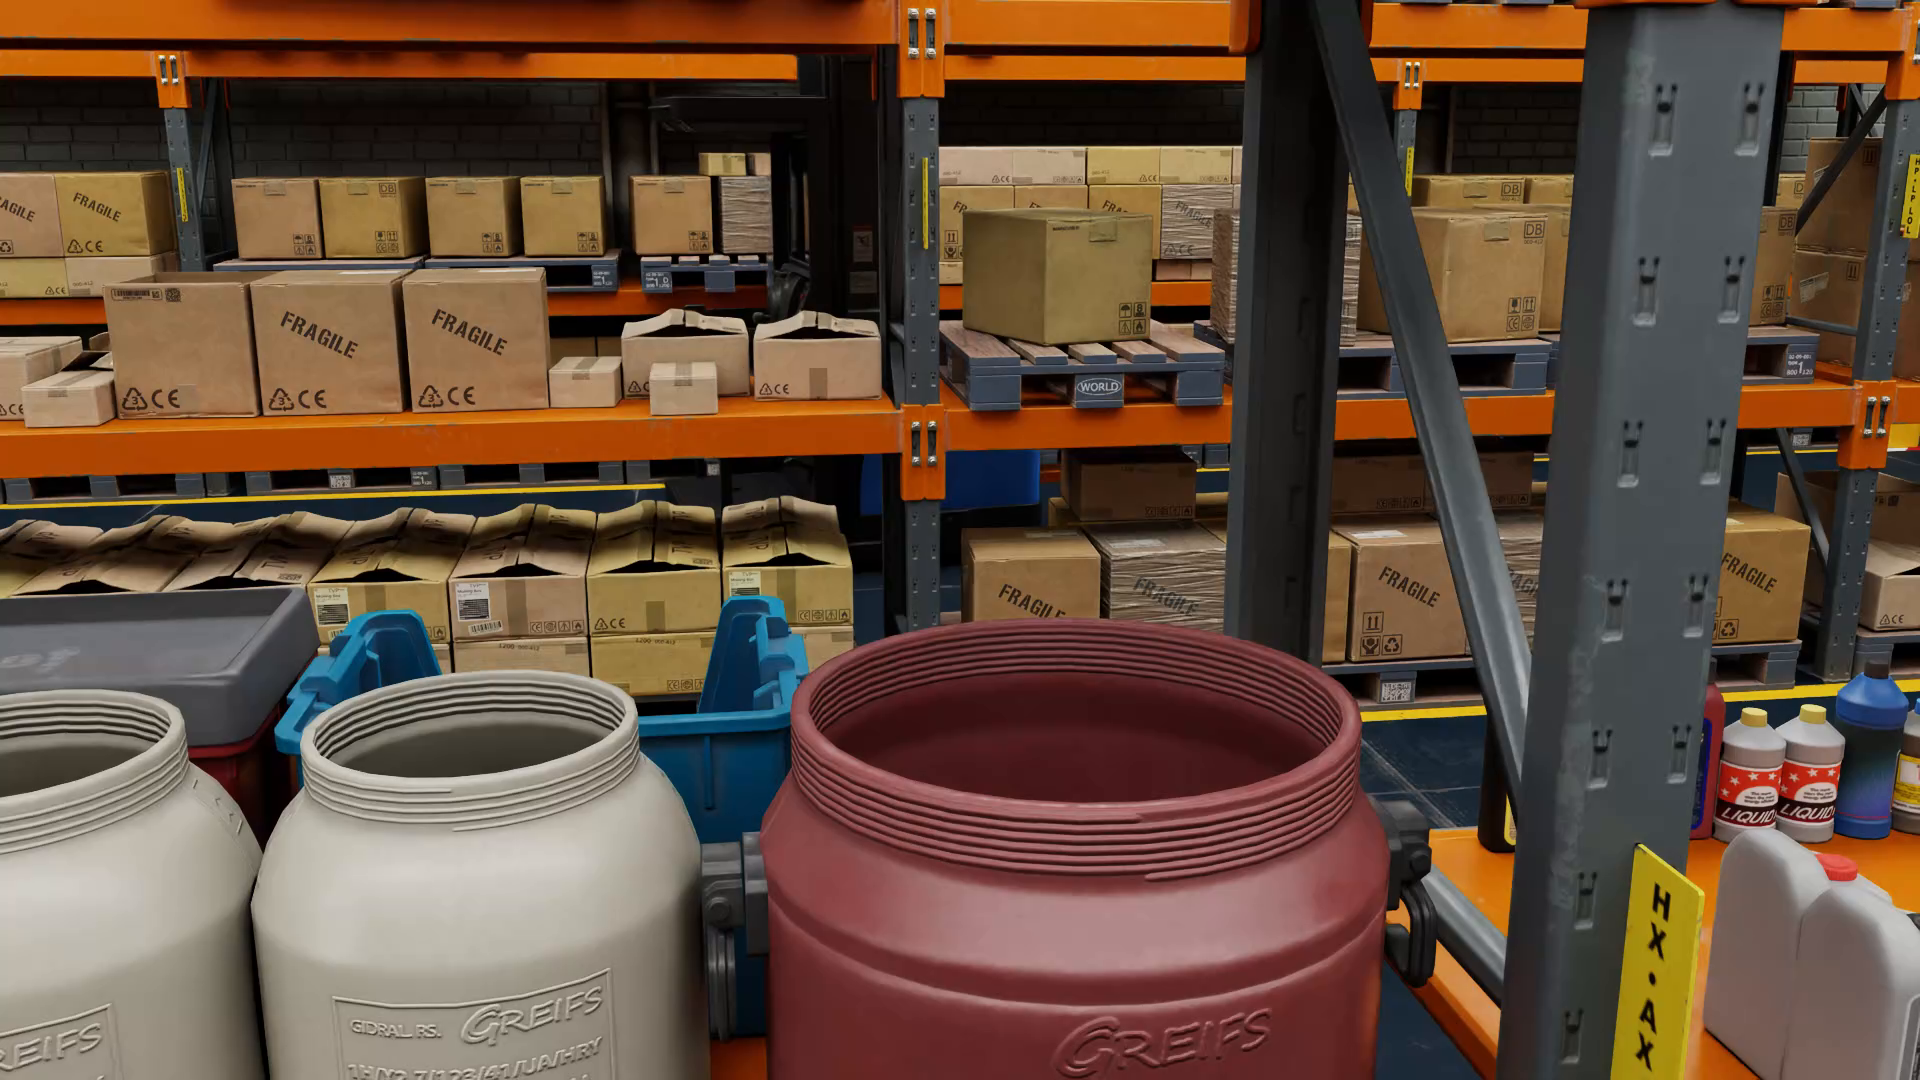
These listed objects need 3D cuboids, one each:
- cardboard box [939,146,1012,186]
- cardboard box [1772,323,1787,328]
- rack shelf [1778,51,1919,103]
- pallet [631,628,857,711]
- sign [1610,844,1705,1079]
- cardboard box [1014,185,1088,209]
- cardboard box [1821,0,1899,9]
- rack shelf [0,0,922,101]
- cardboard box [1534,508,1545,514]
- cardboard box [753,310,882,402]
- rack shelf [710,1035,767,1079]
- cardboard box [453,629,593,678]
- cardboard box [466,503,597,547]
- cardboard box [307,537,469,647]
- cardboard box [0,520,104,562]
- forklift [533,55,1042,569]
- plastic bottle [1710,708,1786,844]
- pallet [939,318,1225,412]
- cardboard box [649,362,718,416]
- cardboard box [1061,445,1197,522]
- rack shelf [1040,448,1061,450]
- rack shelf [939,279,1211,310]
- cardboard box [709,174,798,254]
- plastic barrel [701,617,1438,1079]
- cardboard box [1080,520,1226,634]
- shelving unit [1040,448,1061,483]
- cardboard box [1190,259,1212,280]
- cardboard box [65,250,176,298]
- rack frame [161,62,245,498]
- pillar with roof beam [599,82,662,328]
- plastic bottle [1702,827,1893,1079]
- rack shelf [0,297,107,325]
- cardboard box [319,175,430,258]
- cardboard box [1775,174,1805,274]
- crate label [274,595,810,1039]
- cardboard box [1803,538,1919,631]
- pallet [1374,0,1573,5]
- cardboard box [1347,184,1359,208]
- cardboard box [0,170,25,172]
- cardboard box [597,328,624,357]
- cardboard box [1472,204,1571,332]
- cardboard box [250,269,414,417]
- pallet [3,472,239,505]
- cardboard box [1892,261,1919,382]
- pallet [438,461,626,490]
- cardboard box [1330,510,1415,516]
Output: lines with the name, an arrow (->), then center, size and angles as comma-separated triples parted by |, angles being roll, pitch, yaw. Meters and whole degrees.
cardboard box -> 0.064, -2.537, 11.273 | 0.500, 0.250, 0.500 | -2, 14, -9
cardboard box -> 6.372, -1.596, 12.861 | 0.250, 0.149, 0.380 | -2, 14, -8
rack shelf -> 5.720, -2.129, 7.357 | 4.000, 0.370, 1.077 | -2, 14, -8
pallet -> -1.033, 0.568, 7.025 | 1.213, 0.211, 1.003 | -2, 14, -8
sign -> 0.610, 0.439, 1.469 | 0.005, 0.325, 0.100 | -2, 14, -8
cardboard box -> 0.574, -2.190, 11.429 | 0.500, 0.500, 0.500 | -2, 14, -9
cardboard box -> 4.183, -2.414, 7.324 | 0.500, 0.250, 0.500 | -2, 14, -8
rack shelf -> -2.191, -1.839, 6.201 | 4.000, 0.370, 1.077 | -2, 14, -8
cardboard box -> 2.807, 0.151, 7.186 | 0.500, 0.500, 0.500 | -2, 14, -8
cardboard box -> -0.579, -0.760, 6.767 | 0.500, 0.311, 0.500 | -1, 14, -5
rack shelf -> -1.457, 0.808, 1.814 | 4.000, 0.370, 1.077 | -2, 14, -8
cardboard box -> -1.704, 0.439, 6.593 | 0.500, 0.250, 0.500 | -2, 14, -7
cardboard box -> -1.798, 0.040, 7.033 | 0.500, 0.311, 0.500 | -2, 14, -10
cardboard box -> -2.203, 0.186, 6.449 | 0.500, 0.311, 0.500 | -2, 14, -7
cardboard box -> -3.811, 0.114, 6.738 | 0.500, 0.311, 0.500 | -2, 14, -8
forklift -> -1.115, -1.342, 9.047 | 3.031, 2.935, 1.130 | -4, 15, -16
plastic bottle -> 1.202, 0.357, 2.540 | 0.097, 0.201, 0.097 | 0, 14, 0
pallet -> 0.447, -0.754, 6.956 | 1.003, 0.211, 1.213 | -2, 14, -8
cardboard box -> -1.061, -0.585, 6.403 | 0.250, 0.149, 0.380 | -2, 14, -8
cardboard box -> 0.732, -0.264, 7.299 | 0.500, 0.250, 0.500 | -2, 14, -6
rack shelf -> 0.584, -0.561, 9.769 | 0.480, 0.148, 0.258 | -4, 15, -16
rack shelf -> 1.023, -1.720, 11.894 | 4.000, 0.370, 1.077 | -2, 14, -8
cardboard box -> -1.418, -2.239, 11.375 | 0.500, 0.500, 0.700 | -4, 15, -15
plastic barrel -> 0.107, 0.410, 1.641 | 0.708, 0.536, 0.600 | -2, 14, -8
cardboard box -> 0.796, 0.226, 6.890 | 0.500, 0.500, 0.500 | -3, 14, -10
shelving unit -> 0.584, -0.626, 9.752 | 0.503, 1.200, 0.258 | -4, 15, -16
cardboard box -> 1.695, -1.919, 11.684 | 0.250, 0.149, 0.380 | -2, 14, -8
cardboard box -> -5.334, -1.699, 10.597 | 0.500, 0.250, 0.500 | -2, 14, -8
rack frame -> -4.910, -1.852, 10.940 | 0.127, 3.000, 1.000 | -2, 14, -8
pillar with roof beam -> -1.728, -4.032, 7.301 | 0.400, 9.000, 9.100 | -2, 14, -8
plastic bottle -> 0.974, 0.472, 1.929 | 0.135, 0.276, 0.152 | -2, 14, -8
rack shelf -> -6.888, -1.431, 10.738 | 4.000, 0.370, 1.077 | -2, 14, -8
cardboard box -> -3.848, -2.143, 10.989 | 0.500, 0.500, 0.700 | -1, 14, -3
cardboard box -> 5.735, -2.382, 12.438 | 0.700, 0.700, 0.980 | -2, 14, -9
crate label -> -0.502, 0.340, 2.127 | 0.616, 0.435, 0.502 | -2, 14, -8
cardboard box -> 4.189, 0.177, 7.472 | 0.500, 0.311, 0.500 | -2, 14, -8
pallet -> 2.062, -2.269, 6.823 | 1.003, 0.211, 1.213 | -2, 14, -8
cardboard box -> 2.581, -2.267, 11.737 | 0.500, 0.500, 0.500 | -2, 14, -9
cardboard box -> -6.412, -2.151, 10.859 | 0.500, 0.500, 0.500 | -2, 14, -7
cardboard box -> -2.232, -1.317, 11.501 | 0.500, 0.250, 0.500 | -2, 14, -7
cardboard box -> 2.570, -1.199, 7.268 | 0.500, 0.500, 0.700 | 0, 14, 1
cardboard box -> -2.391, -0.770, 6.421 | 0.500, 0.500, 0.500 | -2, 14, -8
pallet -> -5.569, -0.467, 11.148 | 1.213, 0.211, 1.003 | -2, 14, -8
cardboard box -> 4.287, -0.952, 7.145 | 0.500, 0.500, 0.500 | -2, 14, -7
pallet -> -2.932, -0.573, 11.573 | 1.213, 0.211, 1.003 | -2, 14, -8
cardboard box -> 1.706, 0.064, 7.534 | 0.500, 0.500, 0.500 | -3, 14, -10
